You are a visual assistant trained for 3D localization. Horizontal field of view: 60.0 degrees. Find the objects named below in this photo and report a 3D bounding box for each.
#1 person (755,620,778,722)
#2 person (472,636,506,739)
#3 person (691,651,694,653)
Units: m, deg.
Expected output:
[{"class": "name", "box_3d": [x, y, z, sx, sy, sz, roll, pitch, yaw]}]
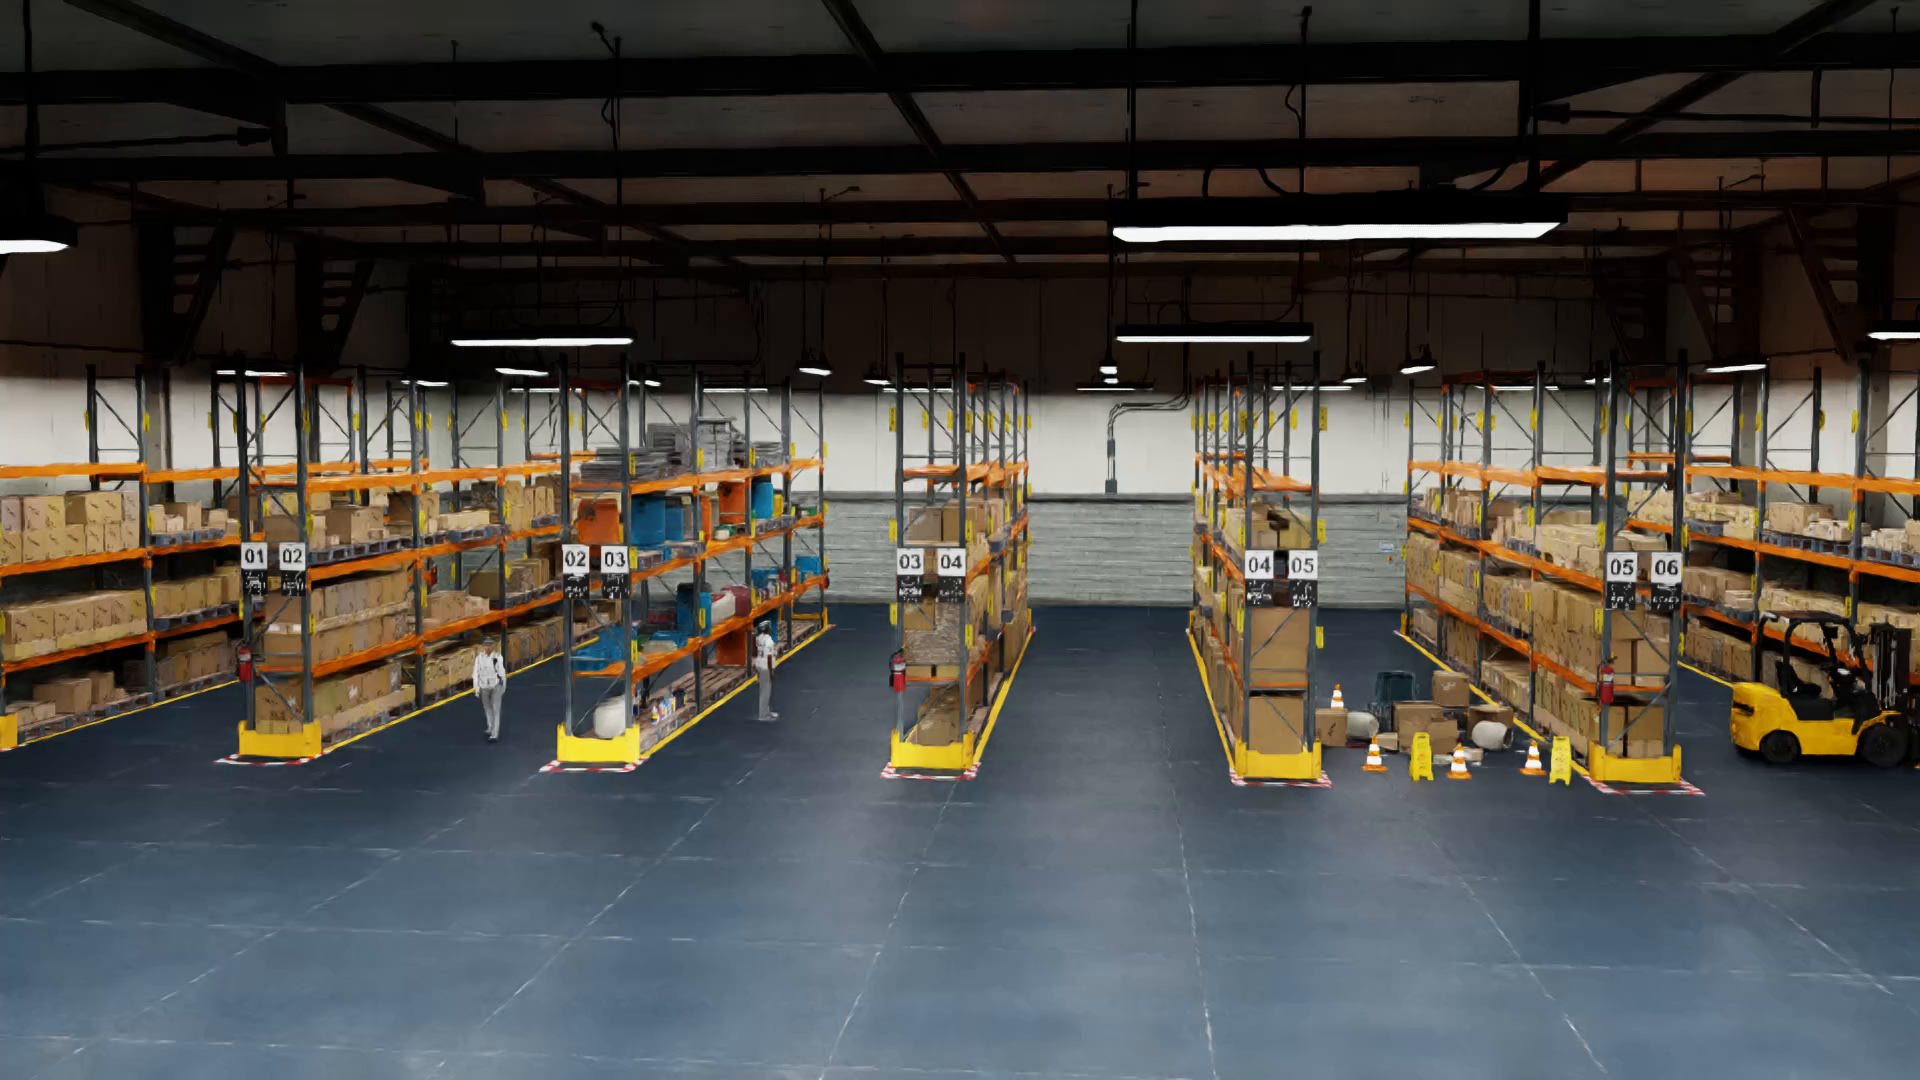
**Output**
[{"class": "person", "box_3d": [-3.217, 2.182, 27.860, 0.422, 1.664, 0.451, -2, 5, -26]}, {"class": "person", "box_3d": [-7.447, 2.300, 26.292, 0.483, 1.608, 0.993, 0, 4, -2]}, {"class": "person", "box_3d": [-5.698, 1.654, 36.259, 0.401, 1.588, 0.572, 1, 4, 18]}]
